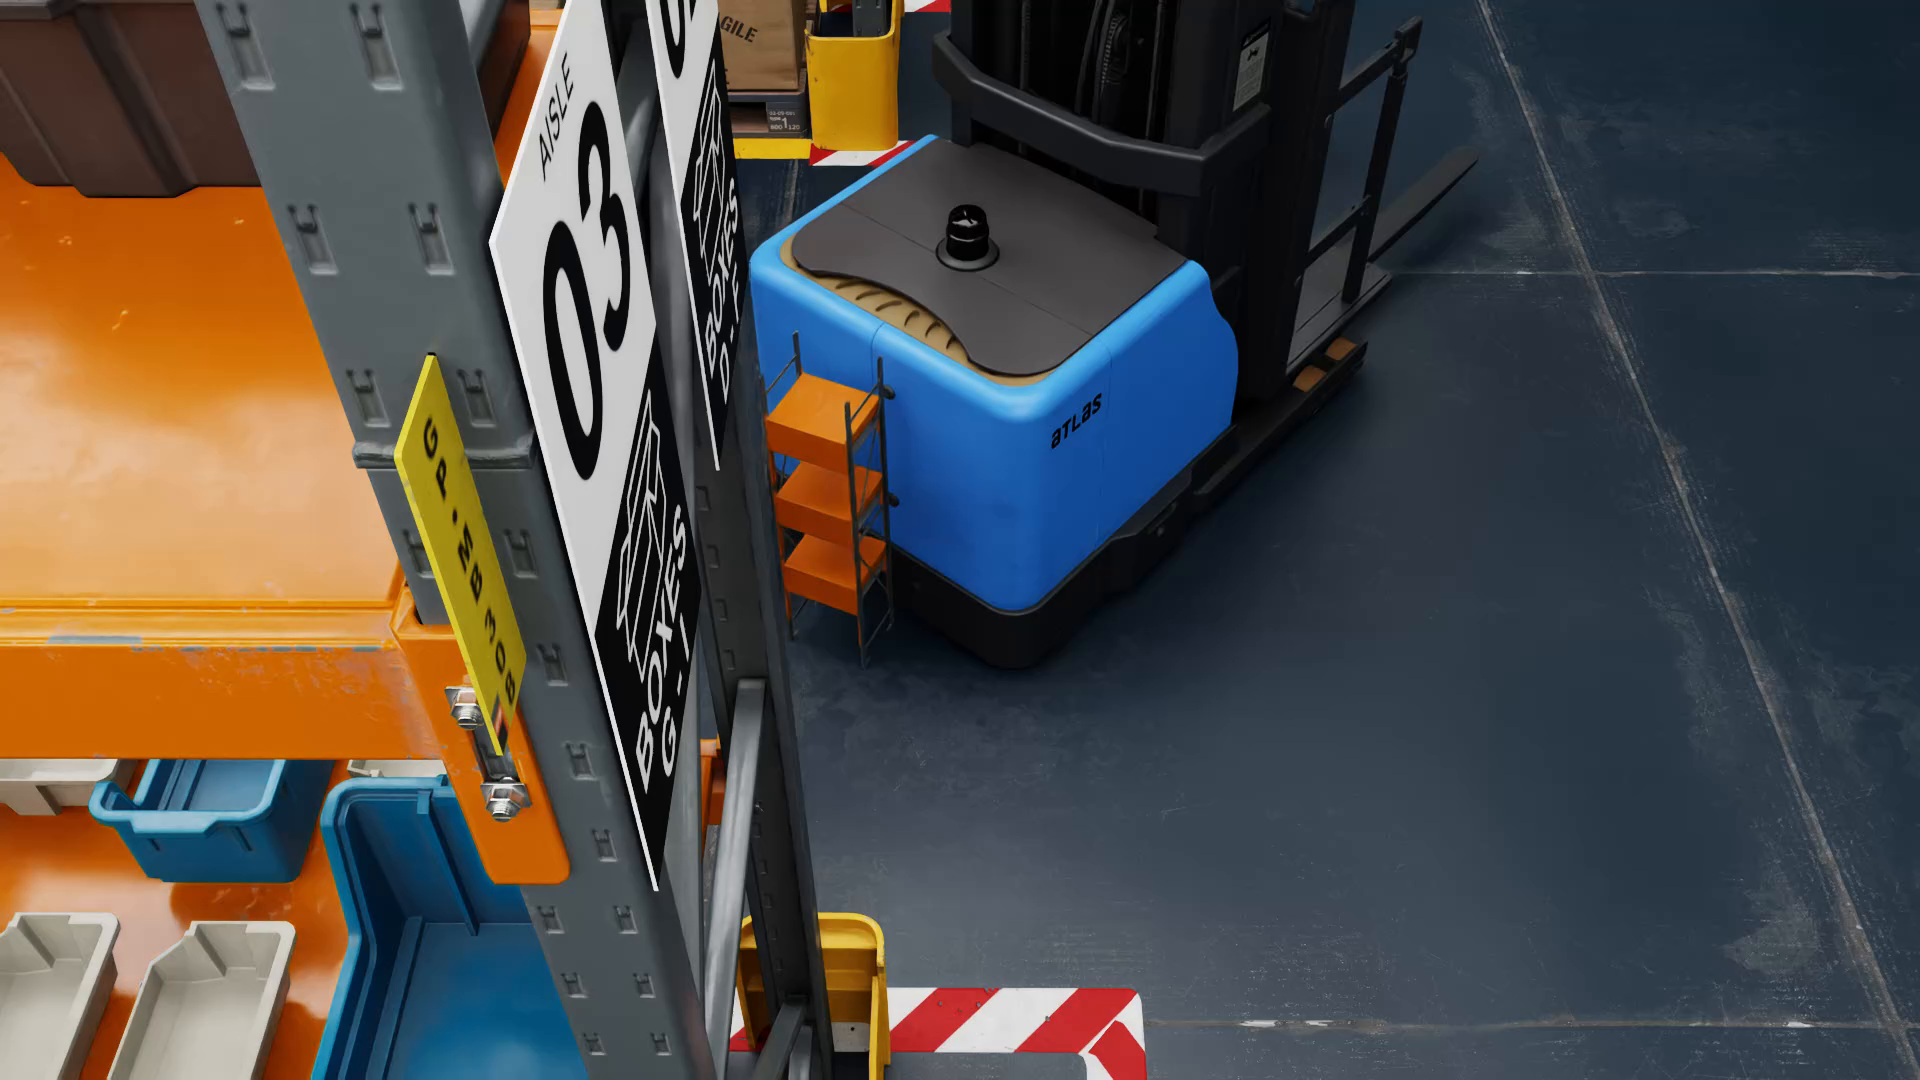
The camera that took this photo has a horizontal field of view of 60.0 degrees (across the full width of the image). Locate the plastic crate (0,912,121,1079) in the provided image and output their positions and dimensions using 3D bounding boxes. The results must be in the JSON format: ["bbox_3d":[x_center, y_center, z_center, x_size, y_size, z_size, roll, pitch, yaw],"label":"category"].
[{"bbox_3d":[-1.476,0.793,2.602,0.243,0.136,0.396,0,47,0],"label":"plastic crate"}]

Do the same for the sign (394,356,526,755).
[{"bbox_3d":[-0.356,0.021,1.203,0.005,0.325,0.100,0,47,0],"label":"sign"}]

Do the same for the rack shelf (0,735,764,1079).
[{"bbox_3d":[-2.370,0.845,2.906,4.000,0.370,1.077,0,47,0],"label":"rack shelf"}]

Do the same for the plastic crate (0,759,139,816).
[{"bbox_3d":[-1.614,0.369,2.996,0.298,0.136,0.250,0,47,0],"label":"plastic crate"}]

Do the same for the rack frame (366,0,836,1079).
[{"bbox_3d":[-0.370,0.605,2.638,0.127,3.000,1.000,0,47,0],"label":"rack frame"}]

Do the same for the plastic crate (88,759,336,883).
[{"bbox_3d":[-1.274,0.398,2.904,0.300,0.233,0.416,0,47,0],"label":"plastic crate"}]

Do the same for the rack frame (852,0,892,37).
[{"bbox_3d":[-0.348,-3.021,6.013,0.127,3.000,1.000,0,47,0],"label":"rack frame"}]

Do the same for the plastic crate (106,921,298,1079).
[{"bbox_3d":[-1.186,0.805,2.591,0.243,0.136,0.396,0,47,0],"label":"plastic crate"}]

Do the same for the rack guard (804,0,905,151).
[{"bbox_3d":[-0.424,-2.169,6.928,0.348,0.500,1.175,0,47,0],"label":"rack guard"}]

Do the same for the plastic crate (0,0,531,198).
[{"bbox_3d":[-0.754,-0.578,1.779,0.590,0.269,0.497,0,47,0],"label":"plastic crate"}]

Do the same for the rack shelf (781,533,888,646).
[{"bbox_3d":[-0.354,0.115,4.820,0.240,0.259,0.215,19,50,16],"label":"rack shelf"}]

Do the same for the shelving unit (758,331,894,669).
[{"bbox_3d":[-0.354,-0.082,4.609,0.252,1.050,0.215,19,50,16],"label":"shelving unit"}]

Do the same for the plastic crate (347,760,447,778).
[{"bbox_3d":[-0.936,0.371,2.994,0.298,0.136,0.250,0,47,0],"label":"plastic crate"}]

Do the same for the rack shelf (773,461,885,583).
[{"bbox_3d":[-0.354,-0.074,4.617,0.240,0.259,0.215,19,50,16],"label":"rack shelf"}]

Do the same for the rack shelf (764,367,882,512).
[{"bbox_3d":[-0.354,-0.268,4.409,0.240,0.259,0.215,19,50,16],"label":"rack shelf"}]

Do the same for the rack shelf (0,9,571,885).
[{"bbox_3d":[-2.370,-0.177,1.808,4.000,0.370,1.077,0,47,0],"label":"rack shelf"}]

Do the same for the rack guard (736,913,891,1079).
[{"bbox_3d":[-0.346,1.447,3.562,0.348,0.500,1.175,0,47,0],"label":"rack guard"}]

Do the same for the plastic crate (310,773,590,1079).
[{"bbox_3d":[-0.705,0.708,2.476,0.499,0.435,0.616,0,47,0],"label":"plastic crate"}]

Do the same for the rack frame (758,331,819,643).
[{"bbox_3d":[-0.465,-0.119,4.643,0.008,1.050,0.200,19,50,16],"label":"rack frame"}]

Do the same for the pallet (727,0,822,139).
[{"bbox_3d":[-1.221,-2.072,7.035,1.213,0.211,1.003,0,47,0],"label":"pallet"}]

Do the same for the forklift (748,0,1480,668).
[{"bbox_3d":[0.743,-1.639,4.773,1.130,2.935,3.031,32,55,26],"label":"forklift"}]

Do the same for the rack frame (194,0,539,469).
[{"bbox_3d":[-0.370,-1.439,0.442,0.127,3.000,1.000,0,47,0],"label":"rack frame"}]

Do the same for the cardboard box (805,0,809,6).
[{"bbox_3d":[-0.765,-2.452,7.130,0.250,0.149,0.380,0,47,0],"label":"cardboard box"}]

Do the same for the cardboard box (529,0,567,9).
[{"bbox_3d":[-1.842,-2.080,6.714,0.500,0.250,0.500,0,47,0],"label":"cardboard box"}]

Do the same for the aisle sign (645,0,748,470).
[{"bbox_3d":[-0.297,-0.498,1.888,0.004,0.787,0.394,0,47,0],"label":"aisle sign"}]

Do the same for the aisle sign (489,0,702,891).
[{"bbox_3d":[-0.299,-0.066,1.486,0.004,0.787,0.394,0,47,0],"label":"aisle sign"}]

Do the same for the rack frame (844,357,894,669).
[{"bbox_3d":[-0.243,-0.044,4.574,0.008,1.050,0.200,19,50,16],"label":"rack frame"}]

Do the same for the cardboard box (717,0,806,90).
[{"bbox_3d":[-0.892,-2.140,6.600,0.500,0.500,0.500,0,47,0],"label":"cardboard box"}]
